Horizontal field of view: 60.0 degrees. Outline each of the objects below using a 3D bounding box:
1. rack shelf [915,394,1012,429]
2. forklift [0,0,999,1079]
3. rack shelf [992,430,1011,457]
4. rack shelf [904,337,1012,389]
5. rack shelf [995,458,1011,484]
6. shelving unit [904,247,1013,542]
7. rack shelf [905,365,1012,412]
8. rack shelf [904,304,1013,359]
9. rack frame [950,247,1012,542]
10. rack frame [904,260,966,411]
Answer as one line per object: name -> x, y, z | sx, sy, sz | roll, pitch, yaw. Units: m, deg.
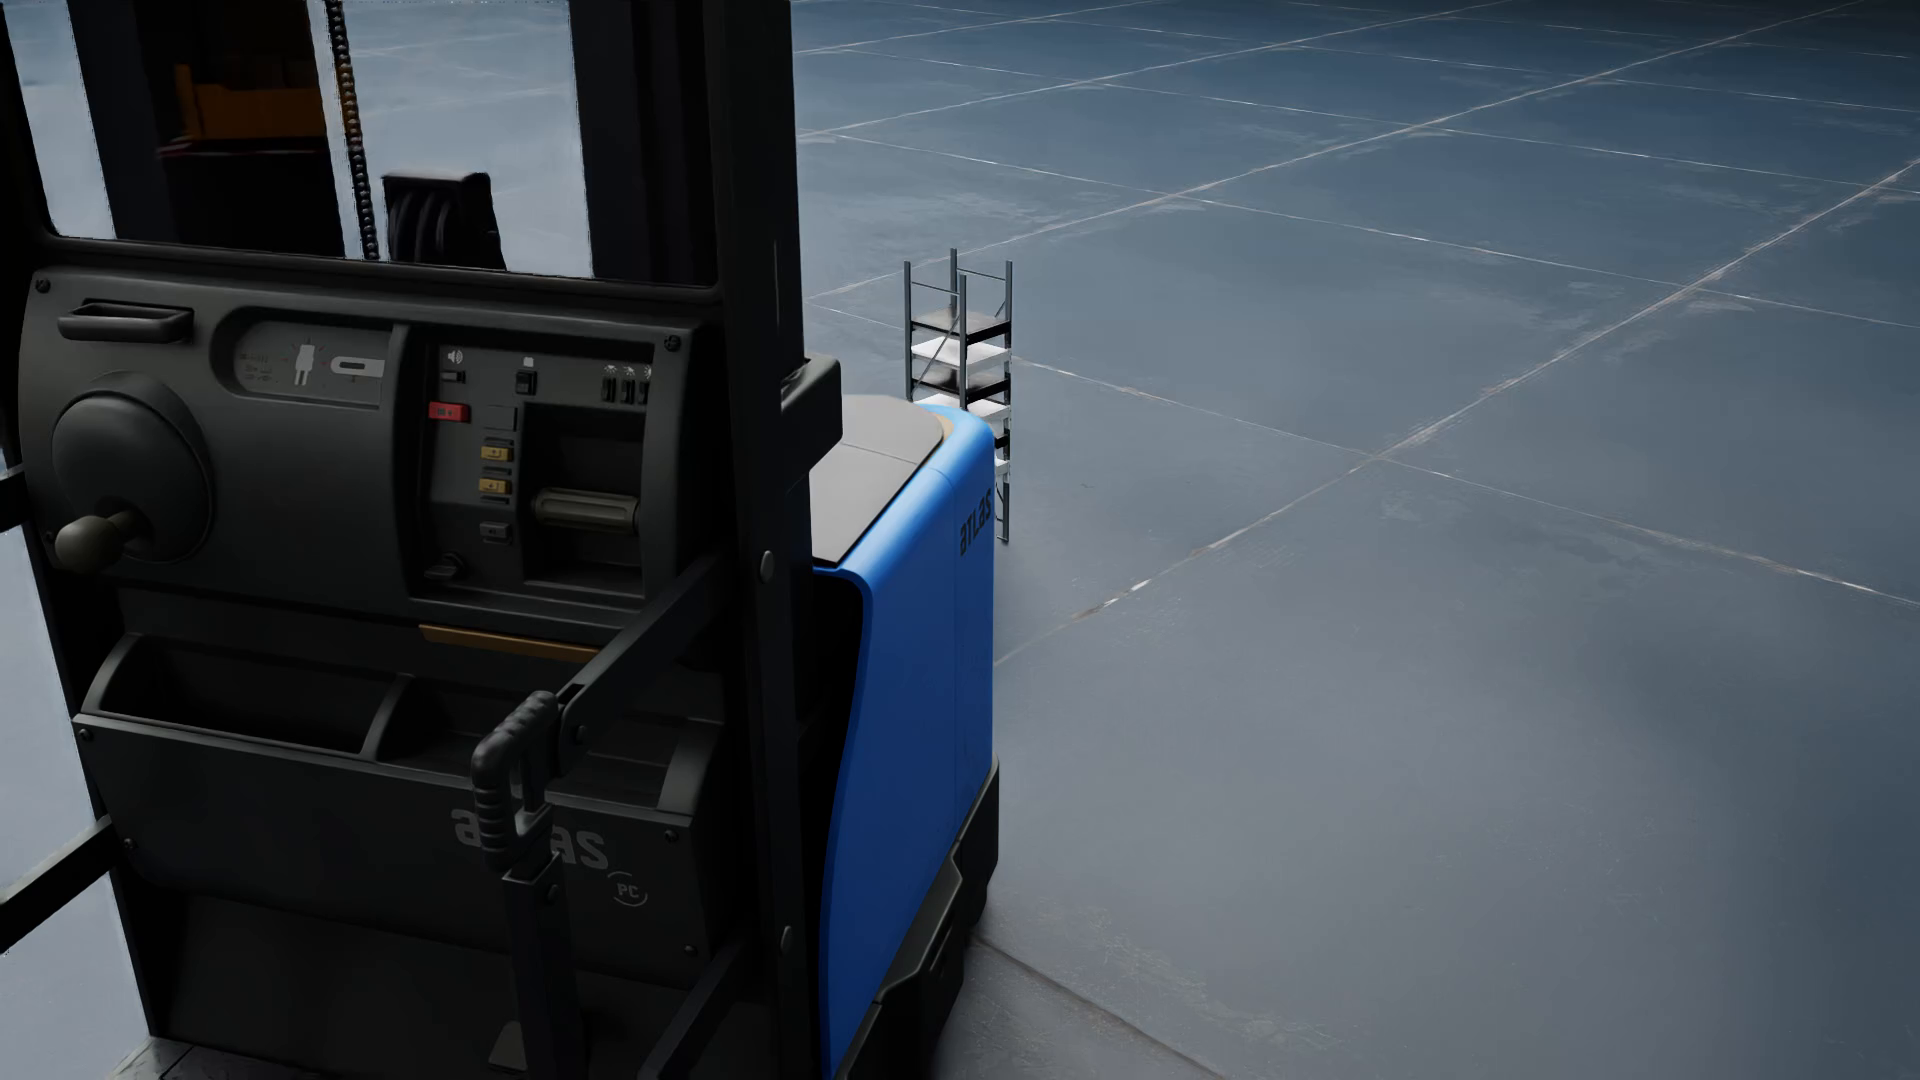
rack shelf -> -0.005, -0.378, 5.074 | 0.258, 0.077, 0.200 | 20, 31, 38
forklift -> -0.818, -0.087, 1.862 | 1.130, 2.935, 3.031 | 7, 25, 15
rack shelf -> -0.005, -0.296, 5.111 | 0.258, 0.077, 0.200 | 20, 31, 38
rack shelf -> -0.005, -0.542, 5.000 | 0.258, 0.077, 0.200 | 20, 31, 38
rack shelf -> -0.005, -0.213, 5.148 | 0.258, 0.077, 0.200 | 20, 31, 38
shelving unit -> -0.005, -0.408, 5.060 | 0.258, 0.900, 0.210 | 20, 31, 38
rack shelf -> -0.005, -0.460, 5.037 | 0.258, 0.077, 0.200 | 20, 31, 38
rack shelf -> -0.005, -0.624, 4.964 | 0.258, 0.077, 0.200 | 20, 31, 38
rack frame -> 0.062, -0.439, 5.129 | 0.240, 0.900, 0.006 | 20, 31, 38
rack frame -> -0.073, -0.377, 4.991 | 0.240, 0.900, 0.006 | 20, 31, 38
